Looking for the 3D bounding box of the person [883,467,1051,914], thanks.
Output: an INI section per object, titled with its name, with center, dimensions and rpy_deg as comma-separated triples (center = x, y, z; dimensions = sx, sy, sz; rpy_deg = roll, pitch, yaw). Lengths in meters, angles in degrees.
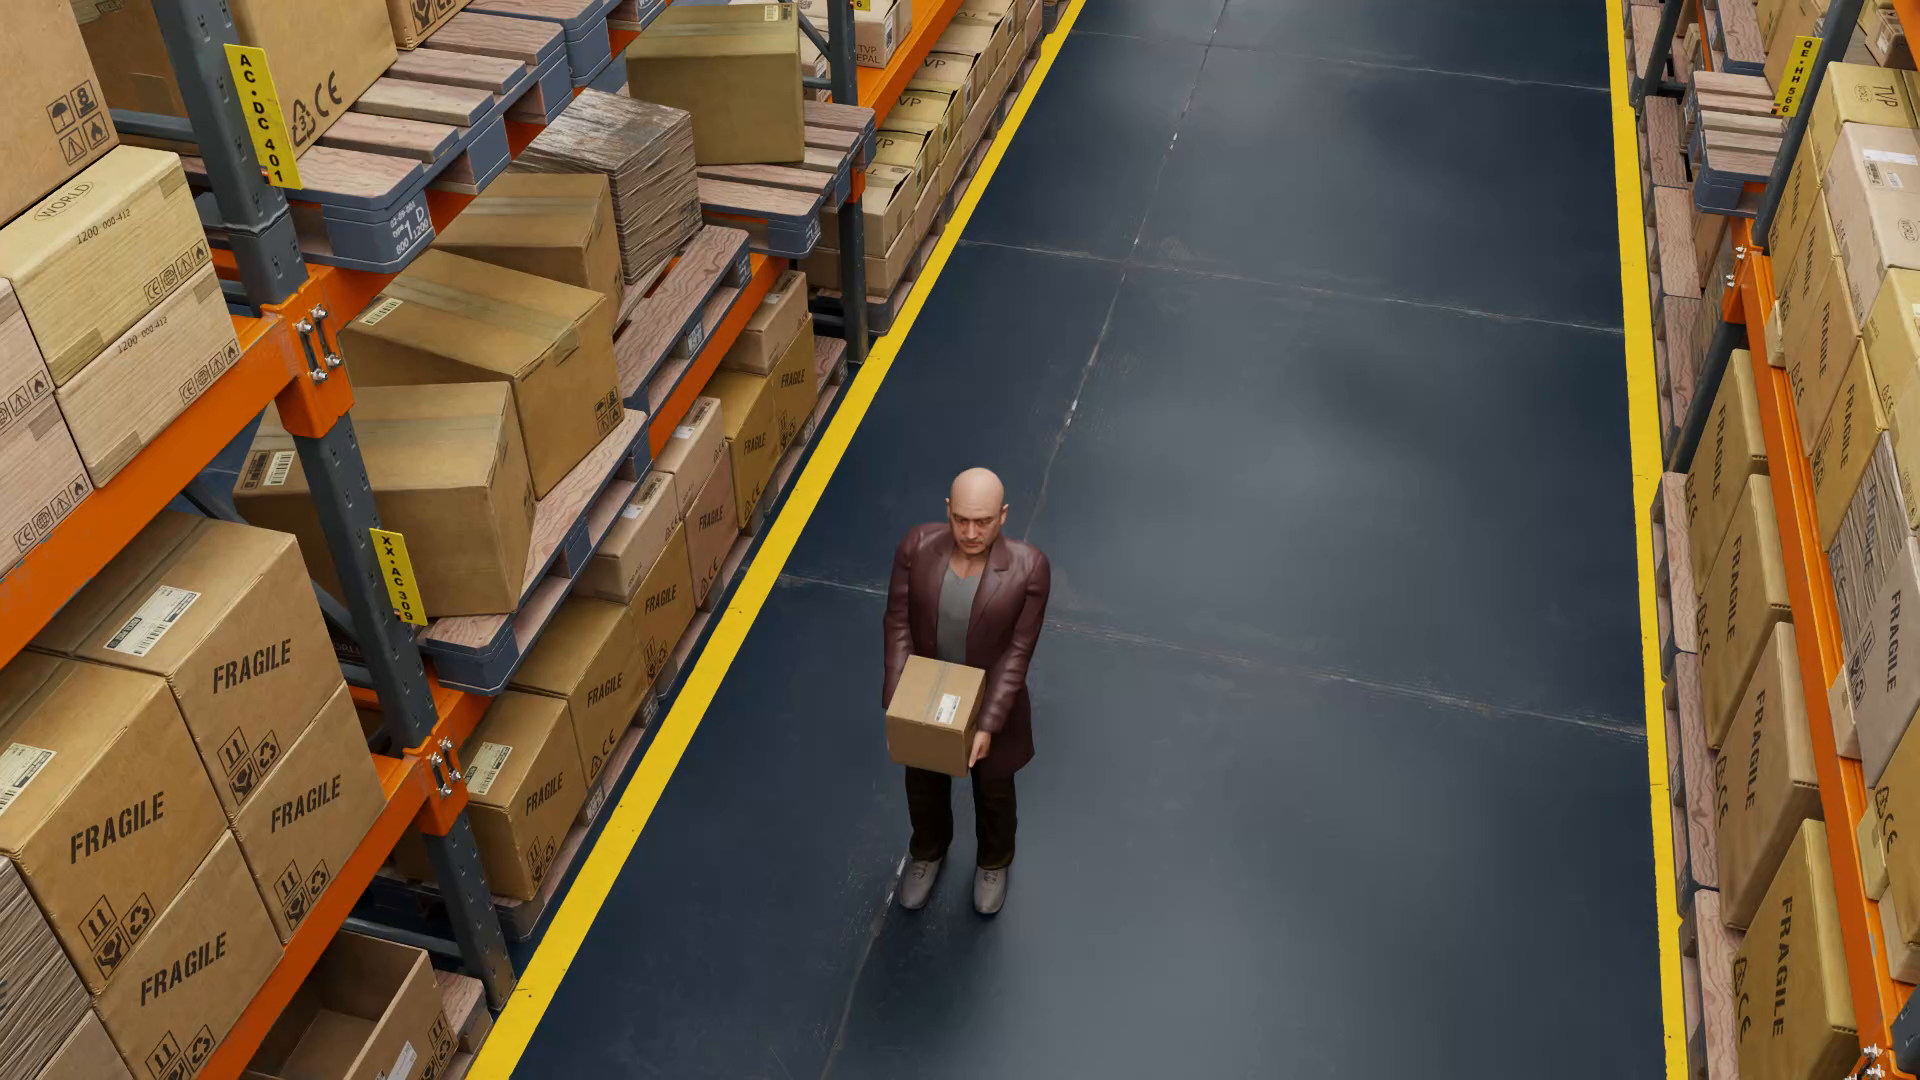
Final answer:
[person]
center = -0.006, 0.578, 5.496
dimensions = 0.527, 1.769, 0.555
rpy_deg = 10, 42, 12
